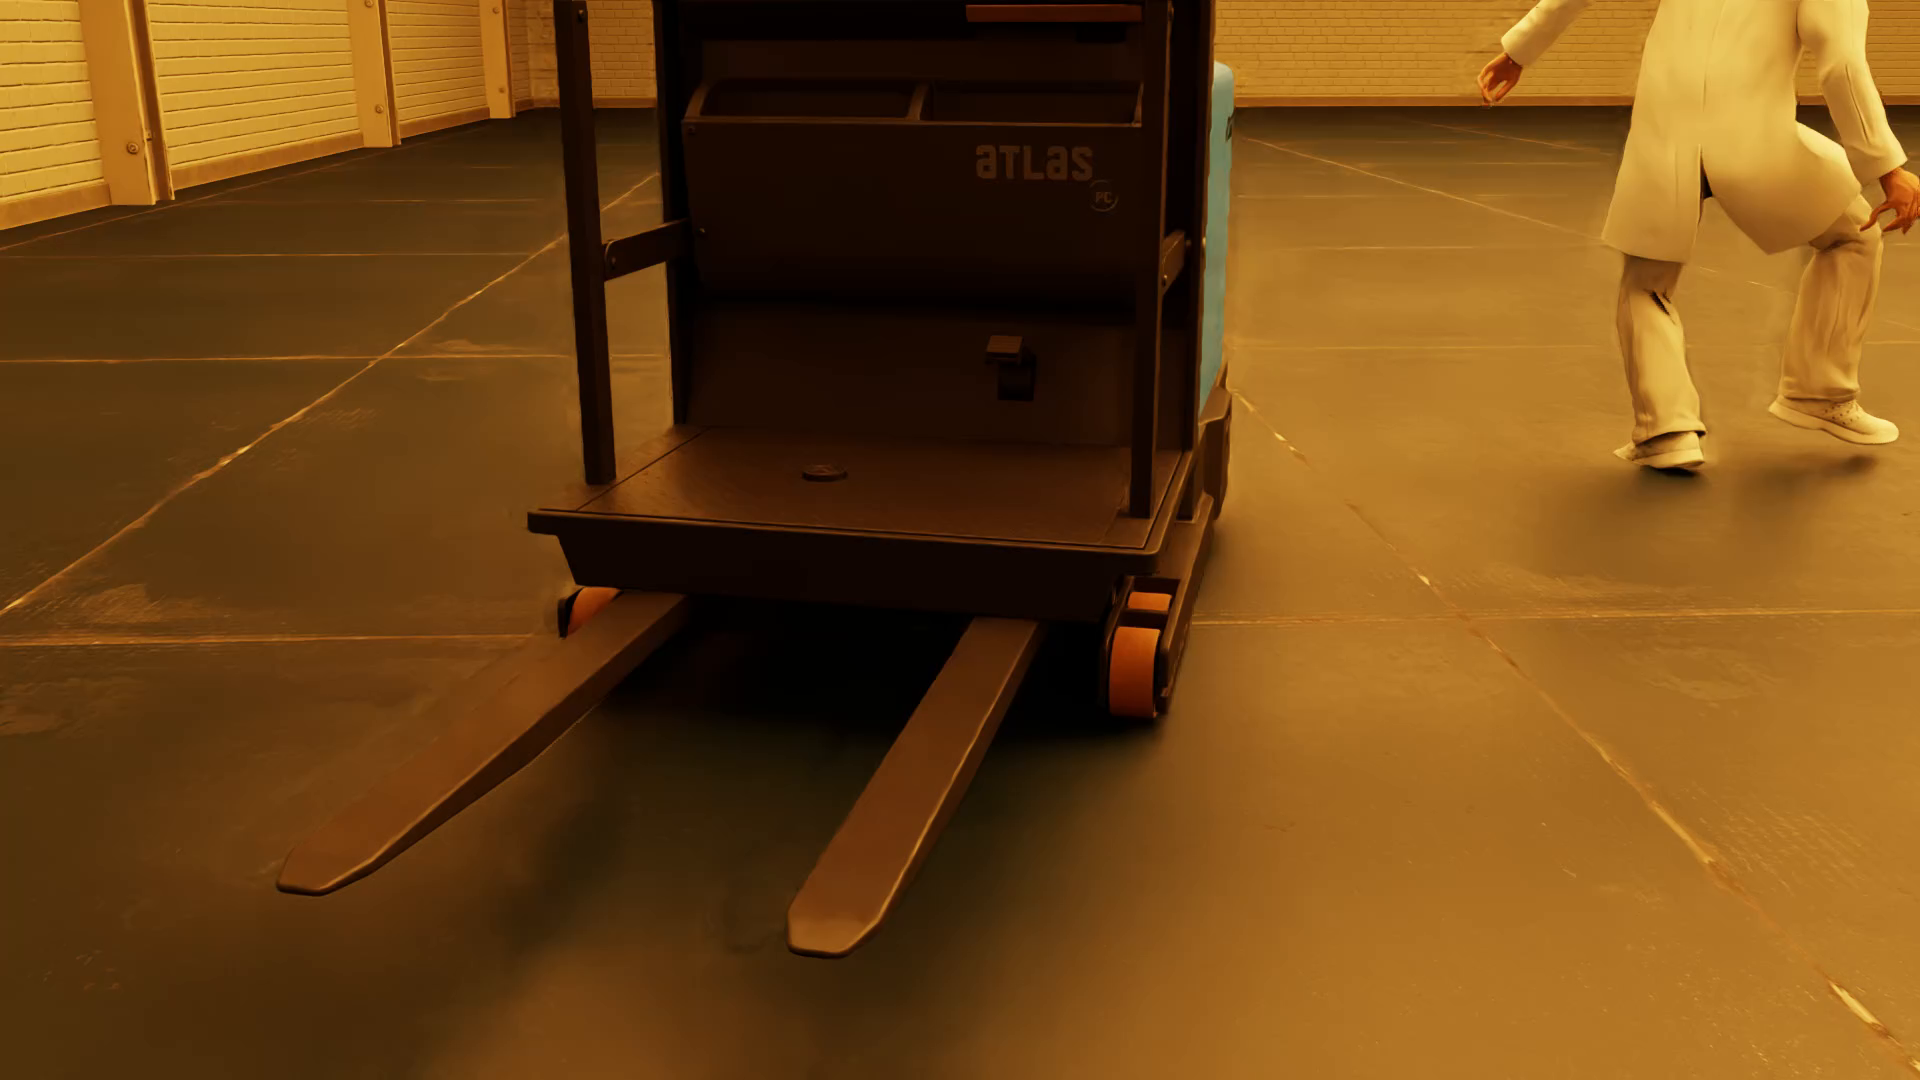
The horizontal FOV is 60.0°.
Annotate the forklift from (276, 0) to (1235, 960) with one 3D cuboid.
[{"bbox_3d":[-0.116,-1.208,2.855,1.130,2.935,3.031,4,17,12],"label":"forklift"}]

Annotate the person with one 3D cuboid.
[{"bbox_3d":[1.979,-1.020,4.546,1.193,1.703,0.596,11,20,33],"label":"person"}]
